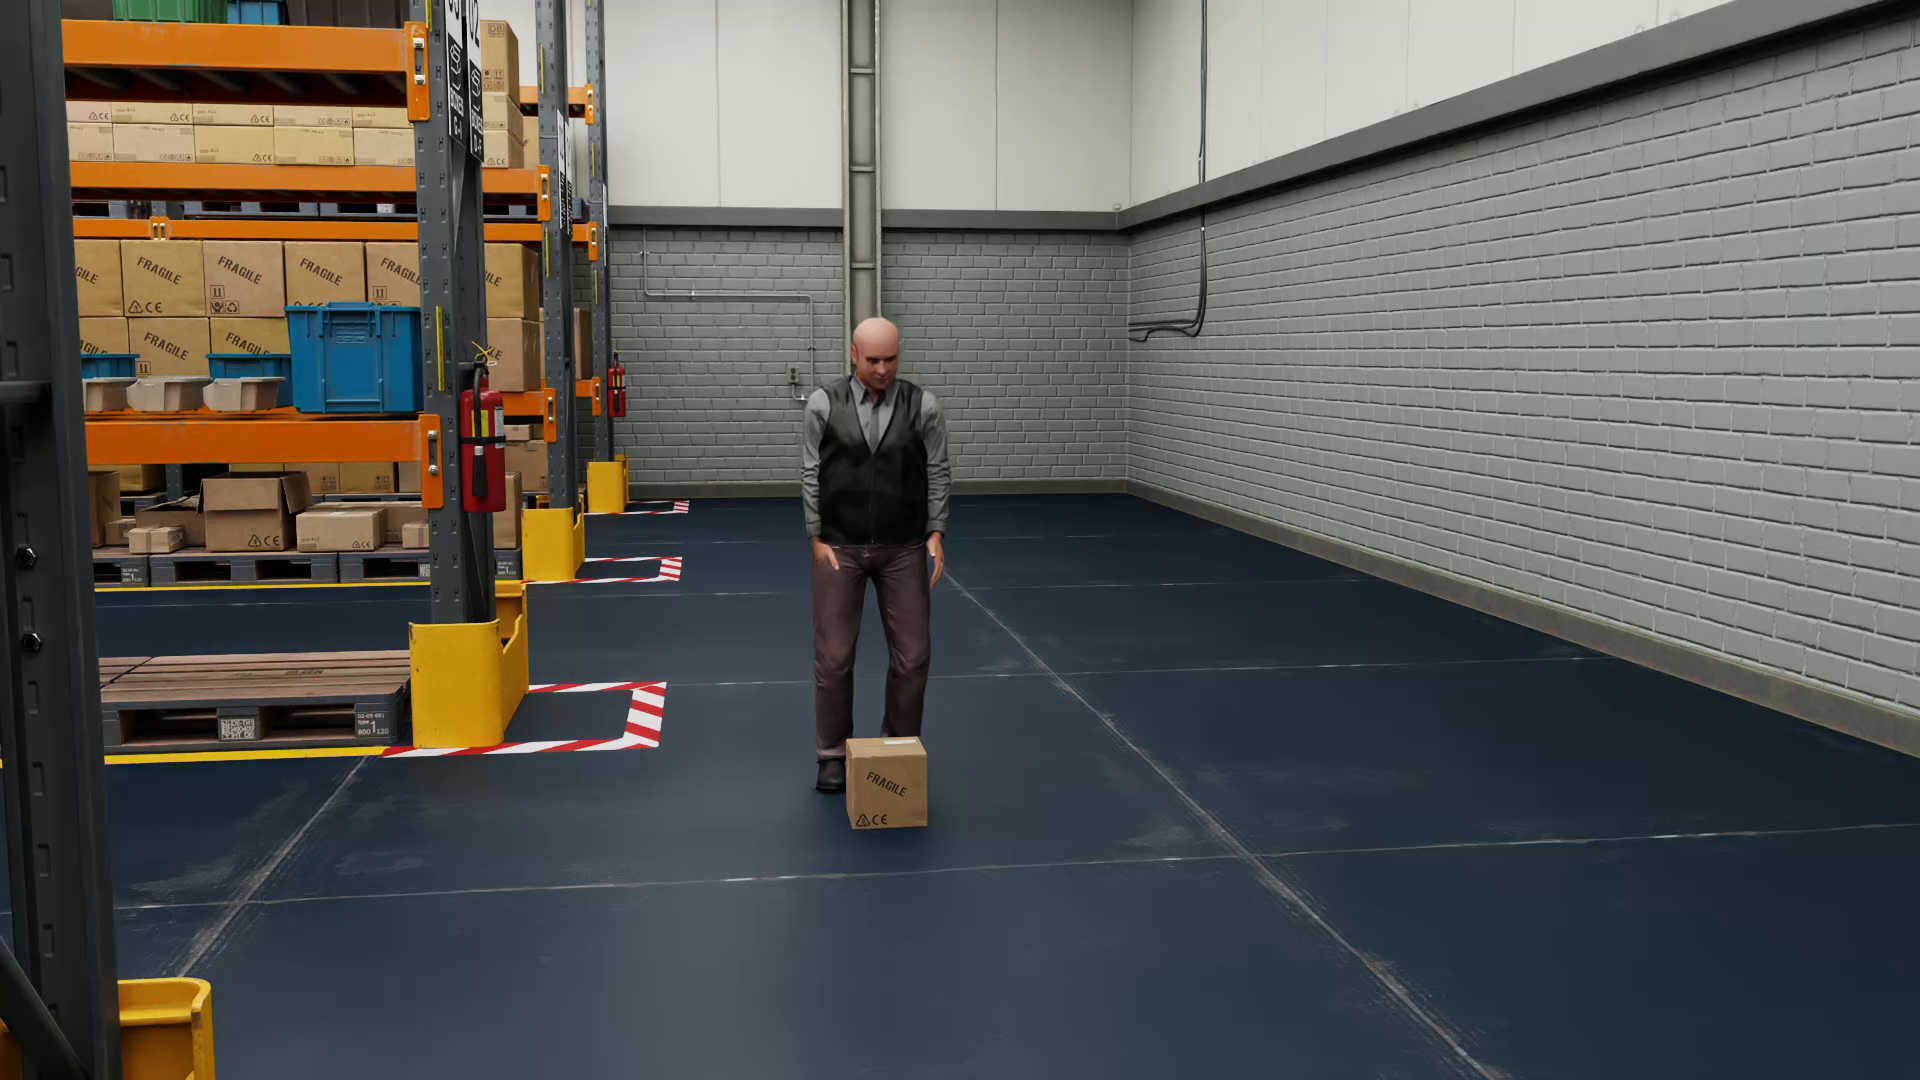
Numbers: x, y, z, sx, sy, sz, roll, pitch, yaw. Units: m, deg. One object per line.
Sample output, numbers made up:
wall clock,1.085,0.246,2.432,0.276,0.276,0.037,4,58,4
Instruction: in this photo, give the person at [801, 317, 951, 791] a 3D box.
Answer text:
person,-0.302,0.049,6.032,0.546,1.697,0.385,-1,6,-7
